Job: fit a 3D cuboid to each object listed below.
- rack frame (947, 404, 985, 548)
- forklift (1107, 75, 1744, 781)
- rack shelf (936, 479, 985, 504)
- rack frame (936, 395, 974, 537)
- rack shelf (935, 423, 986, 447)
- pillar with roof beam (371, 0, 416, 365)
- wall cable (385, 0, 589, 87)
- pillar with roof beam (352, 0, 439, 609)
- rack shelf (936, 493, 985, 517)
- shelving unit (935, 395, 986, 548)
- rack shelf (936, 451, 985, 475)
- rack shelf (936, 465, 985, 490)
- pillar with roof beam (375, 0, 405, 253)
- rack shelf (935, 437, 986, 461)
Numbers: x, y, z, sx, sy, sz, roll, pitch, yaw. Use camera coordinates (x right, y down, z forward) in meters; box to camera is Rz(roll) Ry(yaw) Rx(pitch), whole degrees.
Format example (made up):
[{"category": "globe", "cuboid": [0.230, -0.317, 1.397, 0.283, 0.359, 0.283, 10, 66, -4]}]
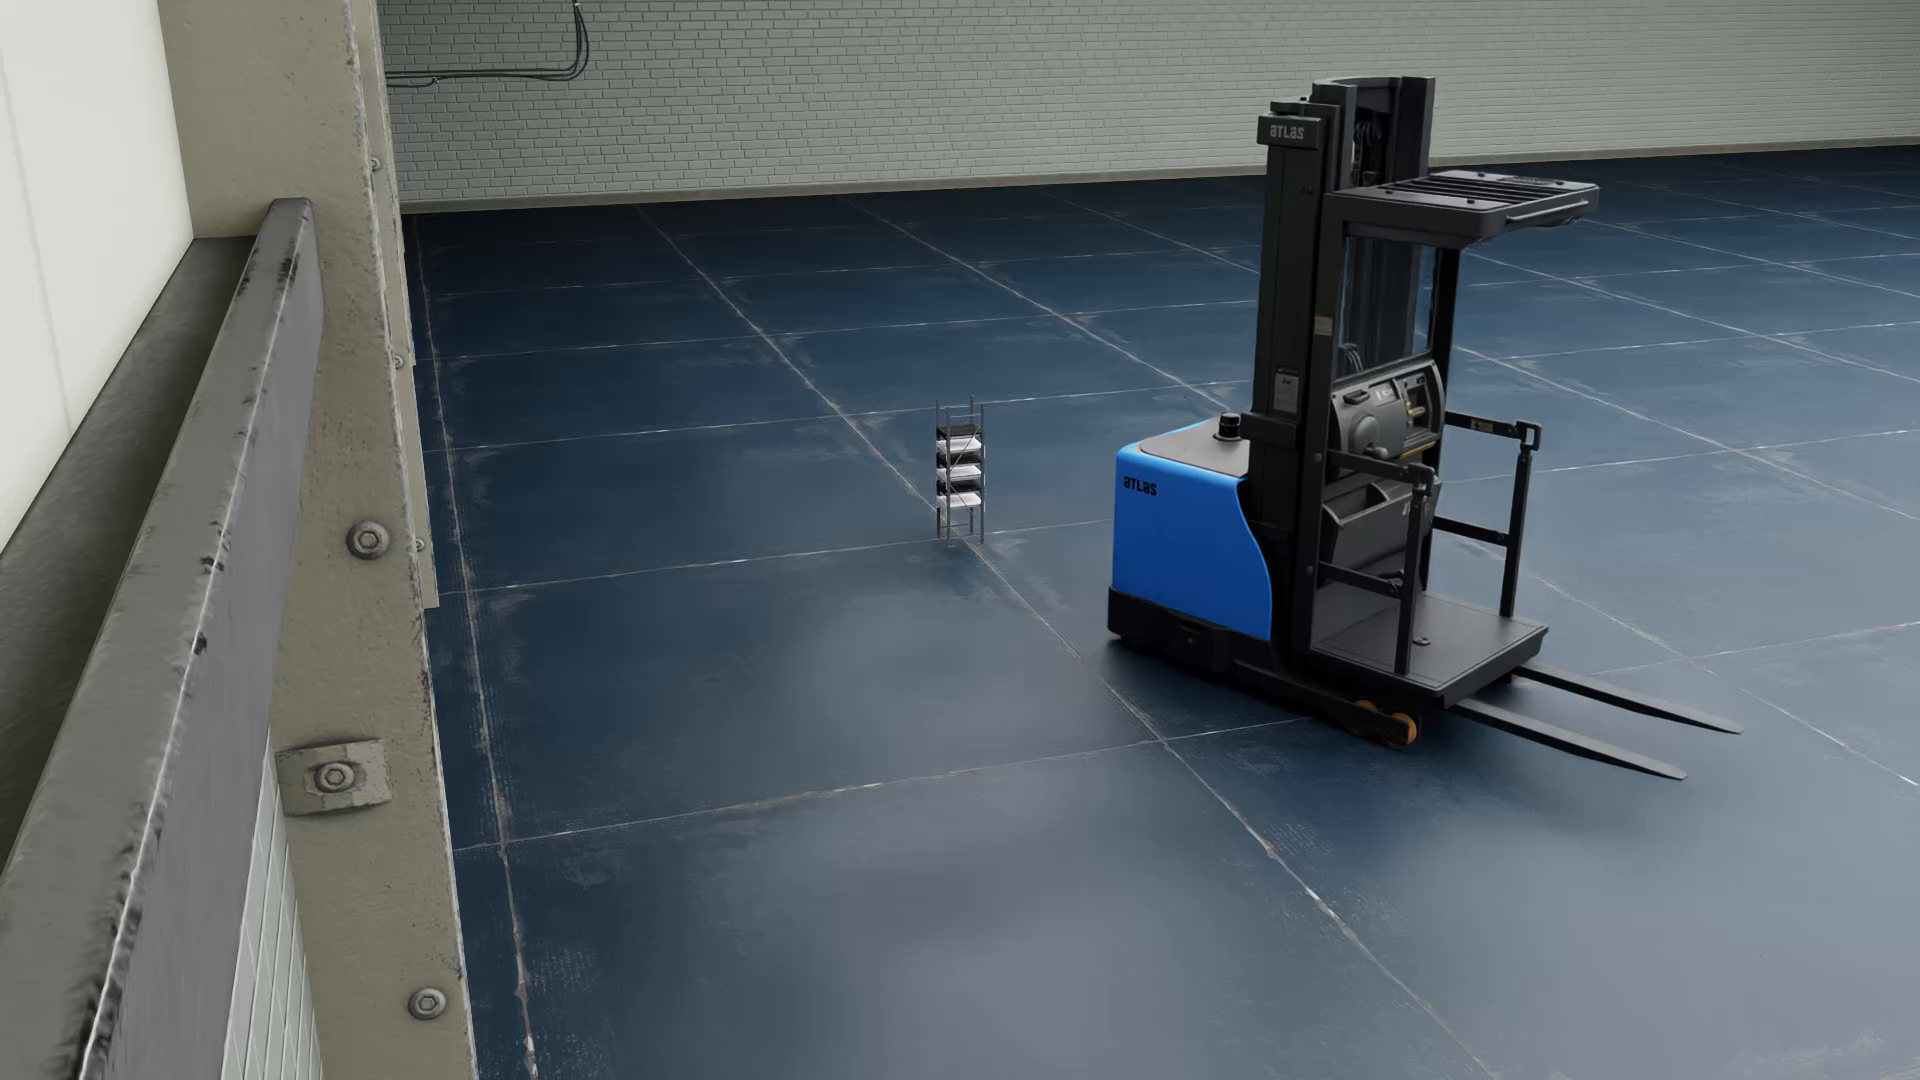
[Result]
[{"category": "rack frame", "cuboid": [0.034, -0.388, 10.166, 0.240, 0.900, 0.006, -6, 21, -17]}, {"category": "forklift", "cuboid": [2.188, -0.607, 7.770, 3.031, 2.935, 1.130, 19, 27, 42]}, {"category": "rack shelf", "cuboid": [0.003, -0.305, 10.299, 0.258, 0.077, 0.200, -6, 21, -17]}, {"category": "rack frame", "cuboid": [-0.029, -0.454, 10.348, 0.240, 0.900, 0.006, -6, 21, -17]}, {"category": "rack shelf", "cuboid": [0.003, -0.644, 10.177, 0.258, 0.077, 0.200, -6, 21, -17]}, {"category": "pillar with roof beam", "cuboid": [-0.942, -6.288, 14.612, 9.100, 9.000, 0.400, -6, 21, -17]}, {"category": "wall cable", "cuboid": [-6.585, -7.381, 22.247, 3.097, 2.526, 0.112, -6, 21, -17]}, {"category": "pillar with roof beam", "cuboid": [0.944, -4.363, 9.251, 9.100, 9.000, 0.400, -6, 21, -17]}, {"category": "rack shelf", "cuboid": [0.003, -0.220, 10.329, 0.258, 0.077, 0.200, -6, 21, -17]}, {"category": "shelving unit", "cuboid": [0.003, -0.421, 10.257, 0.258, 0.900, 0.210, -6, 21, -17]}, {"category": "rack shelf", "cuboid": [0.003, -0.474, 10.238, 0.258, 0.077, 0.200, -6, 21, -17]}, {"category": "rack shelf", "cuboid": [0.003, -0.390, 10.268, 0.258, 0.077, 0.200, -6, 21, -17]}, {"category": "pillar with roof beam", "cuboid": [-2.828, -8.214, 19.972, 9.100, 9.000, 0.400, -6, 21, -17]}, {"category": "rack shelf", "cuboid": [0.003, -0.559, 10.208, 0.258, 0.077, 0.200, -6, 21, -17]}]
